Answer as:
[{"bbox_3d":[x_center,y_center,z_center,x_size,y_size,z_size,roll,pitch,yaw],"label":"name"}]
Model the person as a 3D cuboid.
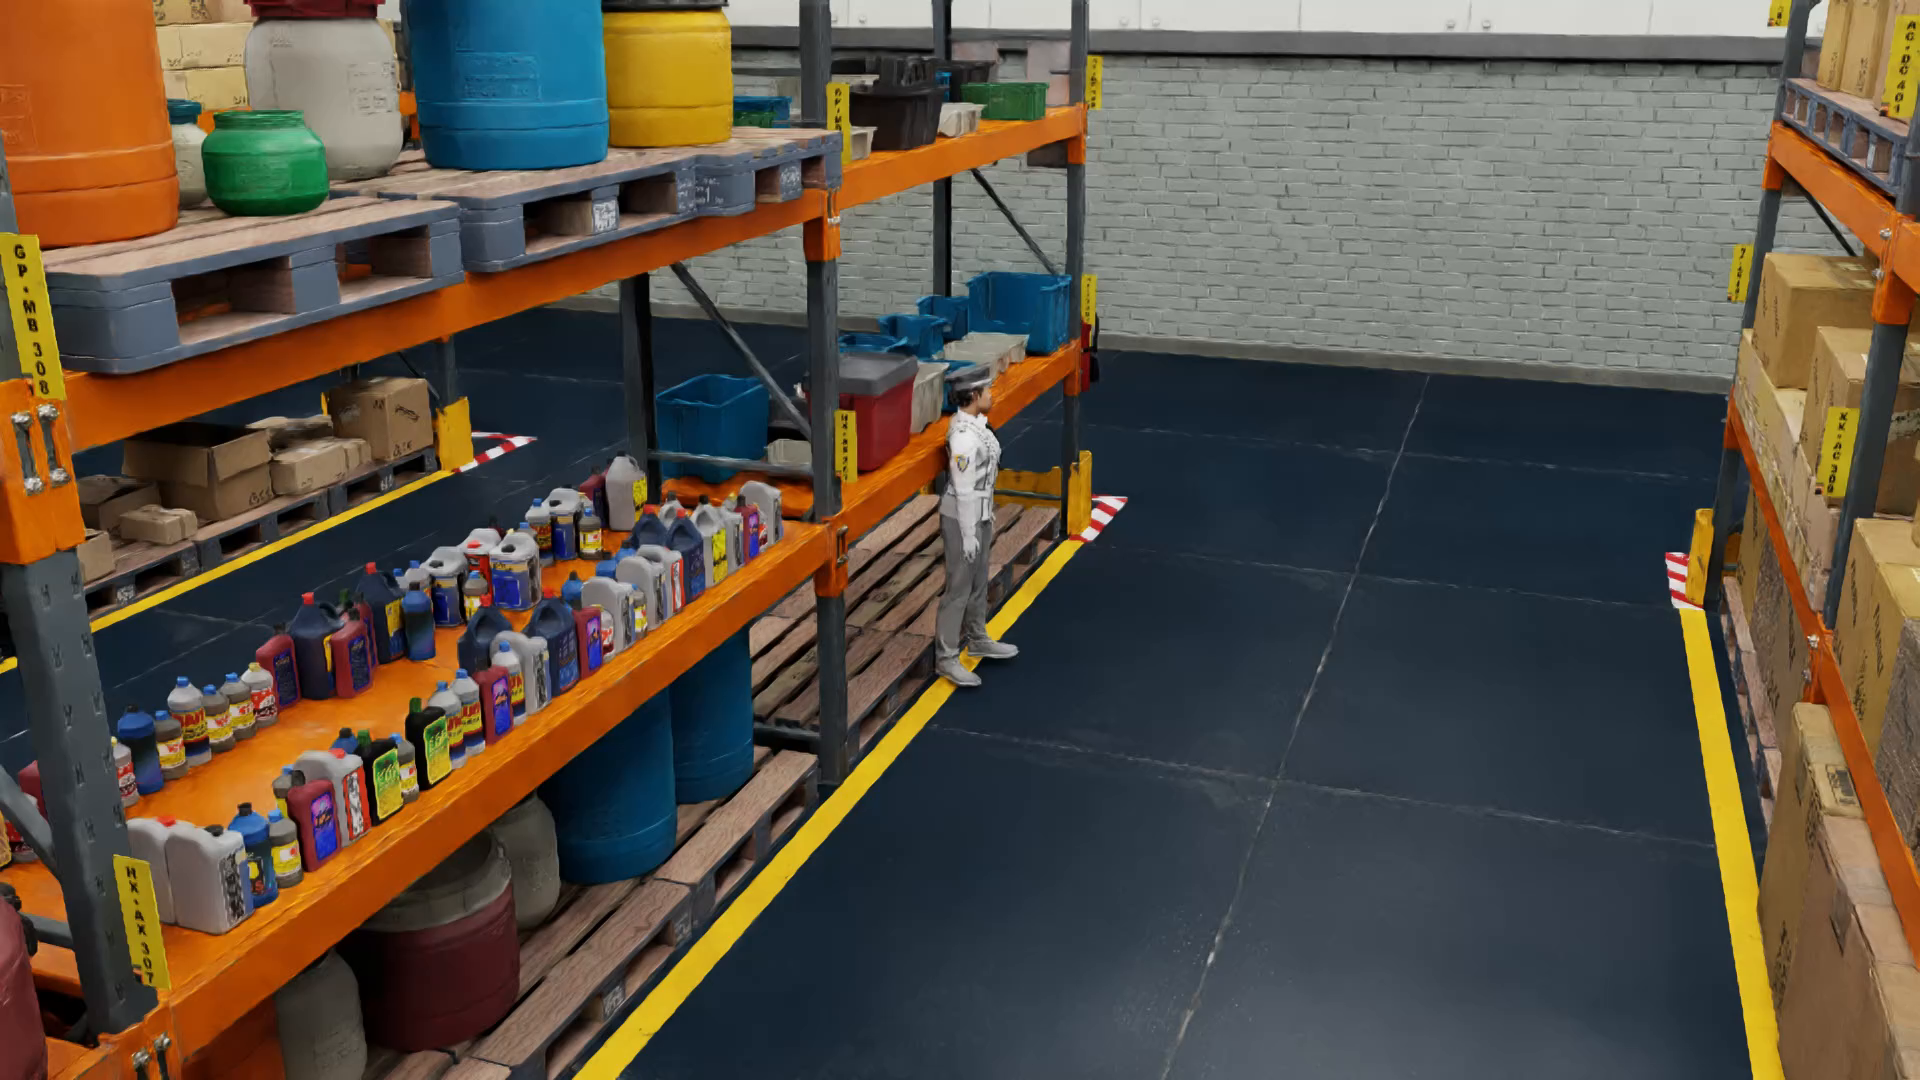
[{"bbox_3d":[0.092,-0.101,8.759,0.435,1.684,0.537,2,19,5],"label":"person"}]
